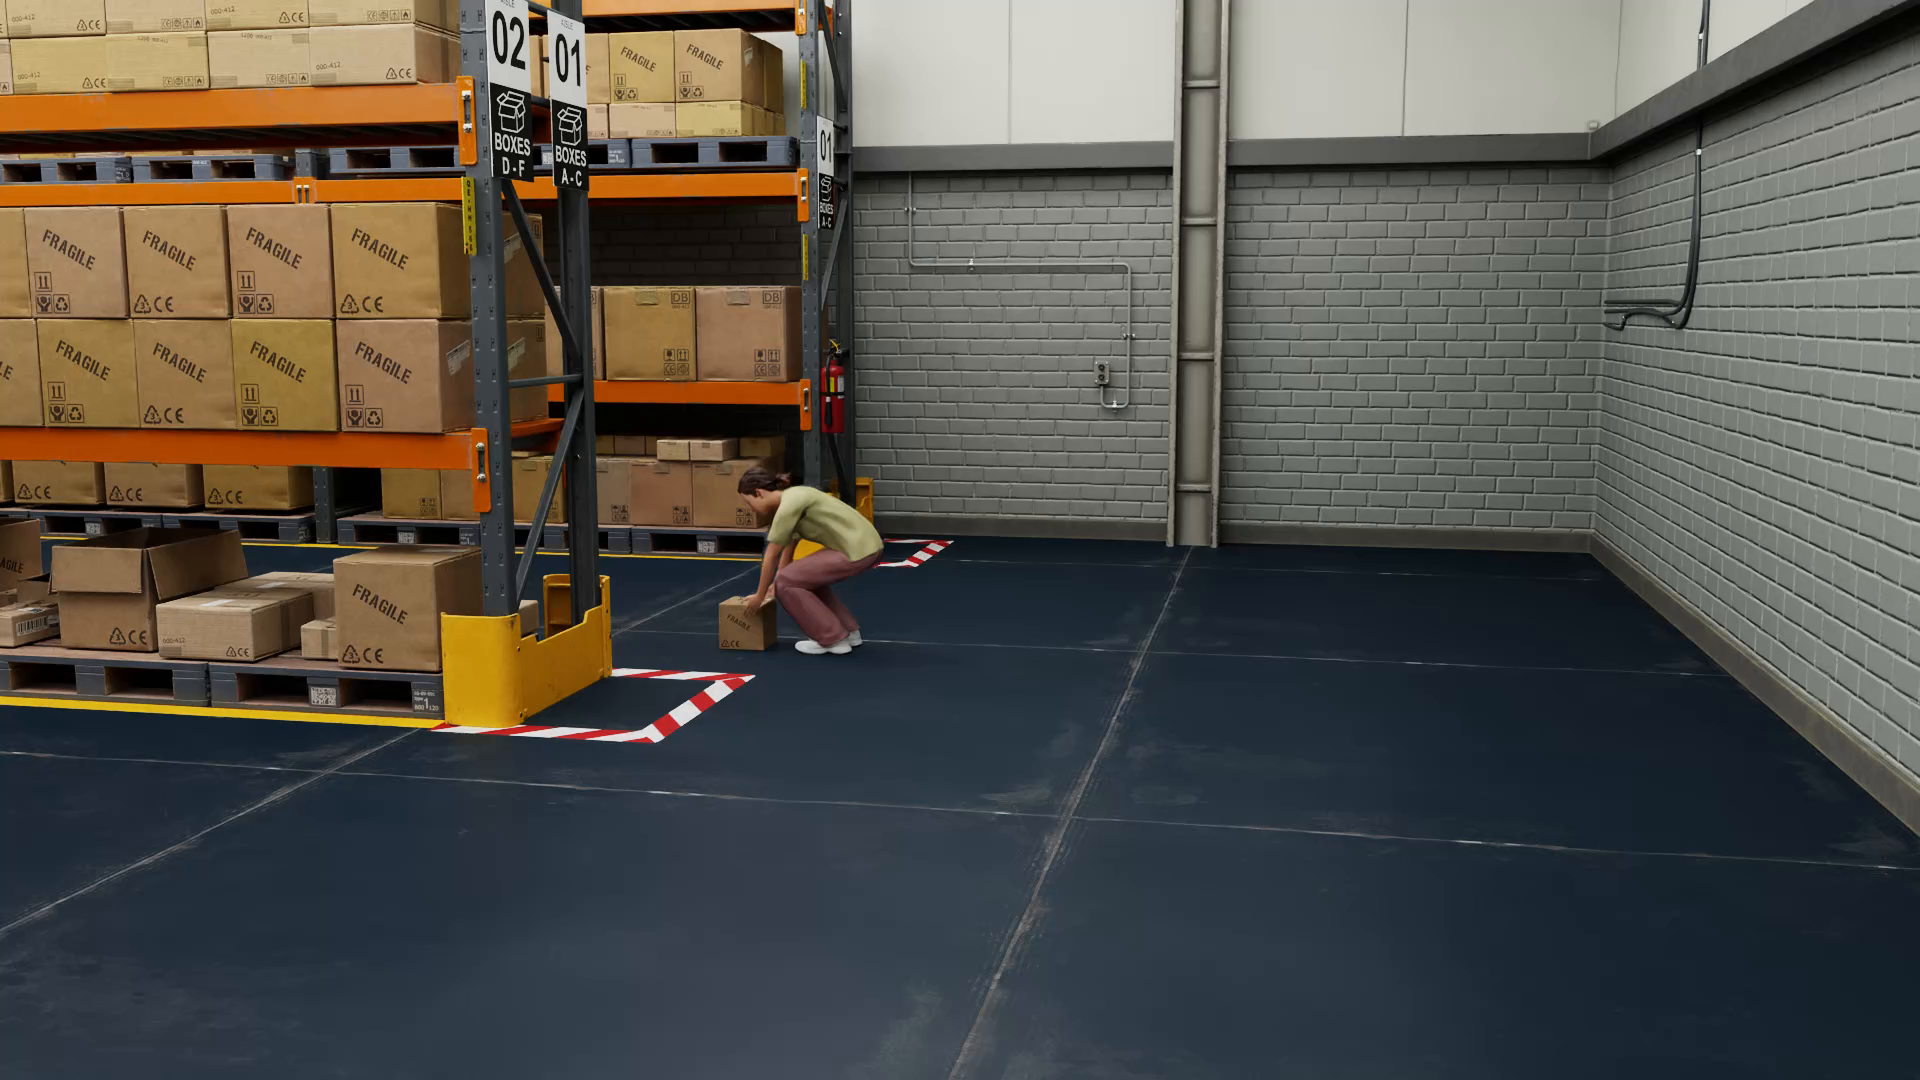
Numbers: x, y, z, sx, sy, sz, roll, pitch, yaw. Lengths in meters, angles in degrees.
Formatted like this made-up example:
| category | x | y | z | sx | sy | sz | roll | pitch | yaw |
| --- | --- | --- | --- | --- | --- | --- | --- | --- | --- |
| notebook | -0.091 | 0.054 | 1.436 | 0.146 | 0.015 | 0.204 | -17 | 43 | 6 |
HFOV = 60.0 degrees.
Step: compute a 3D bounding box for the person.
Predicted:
| category | x | y | z | sx | sy | sz | roll | pitch | yaw |
| --- | --- | --- | --- | --- | --- | --- | --- | --- | --- |
| person | -0.814 | 0.105 | 9.013 | 0.782 | 0.998 | 0.494 | 2 | 8 | 11 |
